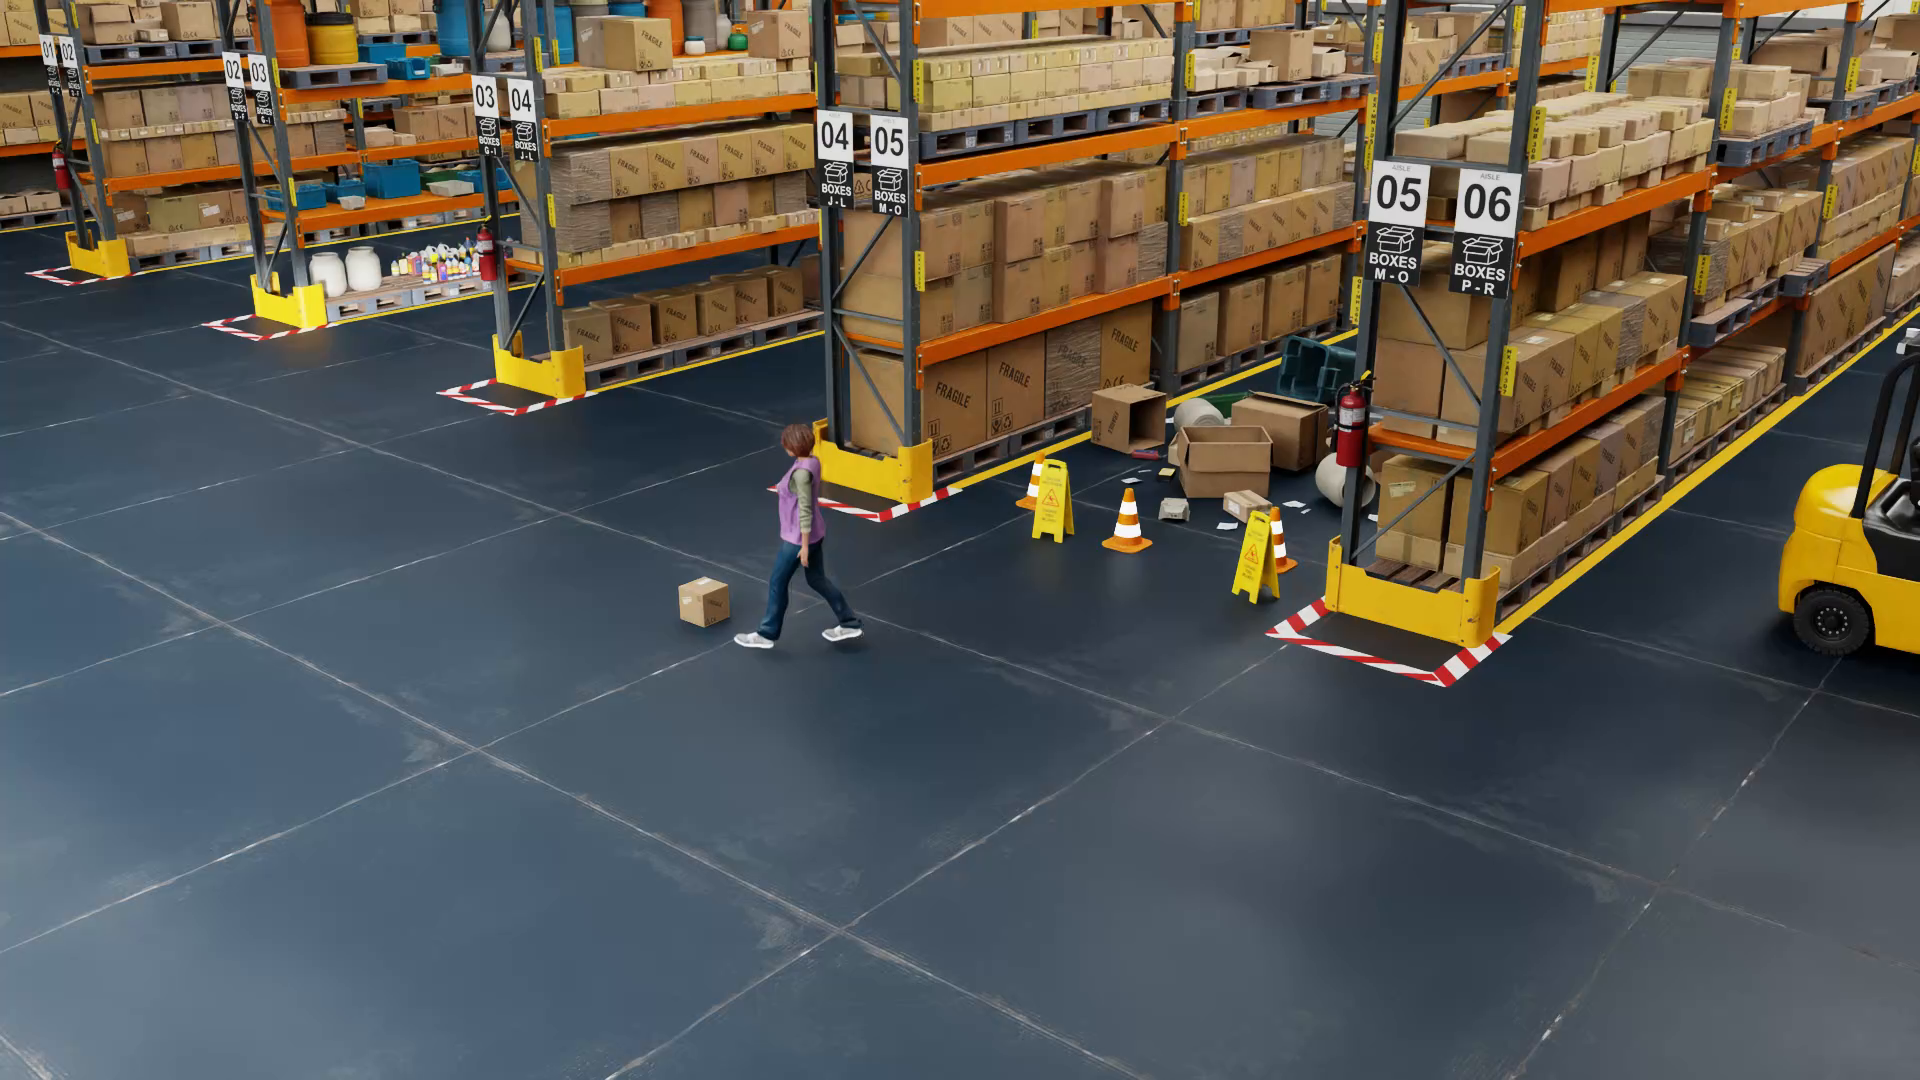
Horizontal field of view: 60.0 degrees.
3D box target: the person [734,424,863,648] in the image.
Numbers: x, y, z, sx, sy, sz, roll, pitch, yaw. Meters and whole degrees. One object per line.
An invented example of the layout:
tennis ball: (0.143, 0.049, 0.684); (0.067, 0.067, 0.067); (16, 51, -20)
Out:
person: (-1.094, -0.034, 11.170); (0.847, 1.551, 0.450); (3, 21, 8)
